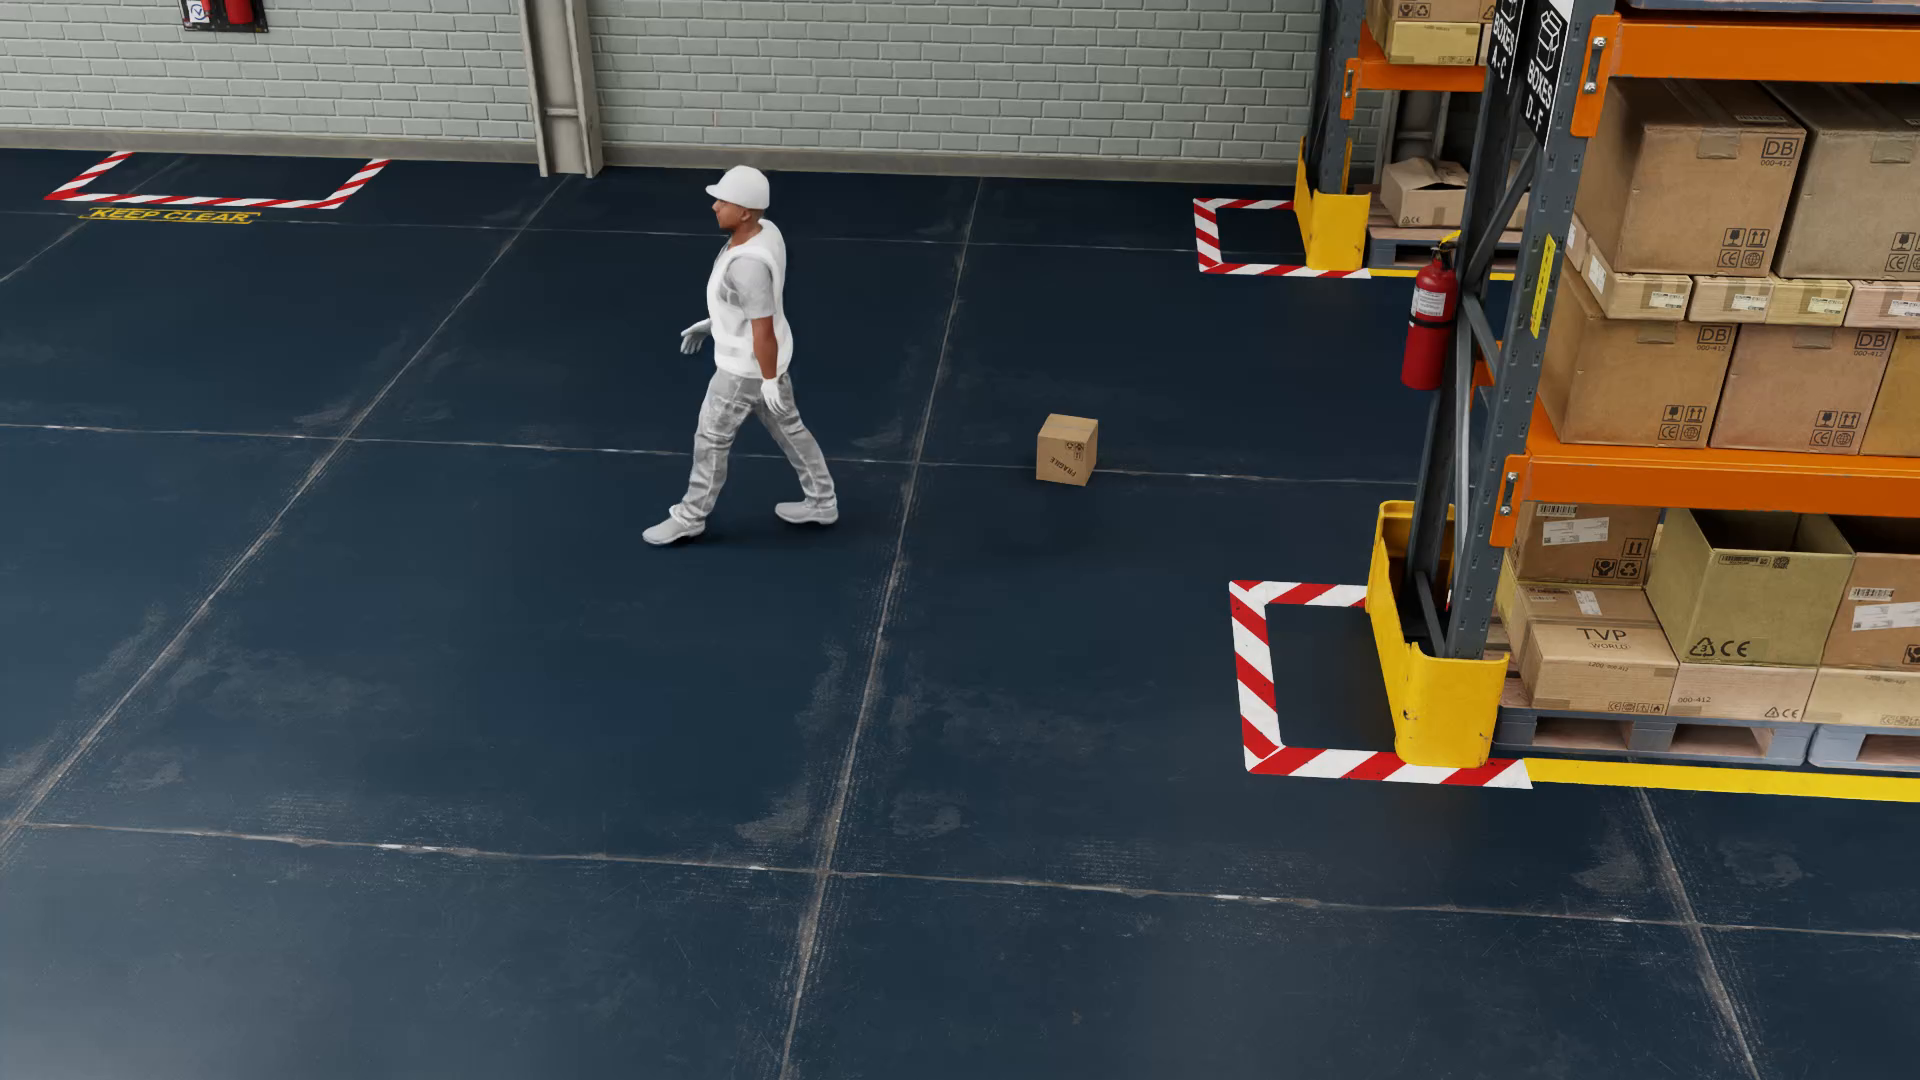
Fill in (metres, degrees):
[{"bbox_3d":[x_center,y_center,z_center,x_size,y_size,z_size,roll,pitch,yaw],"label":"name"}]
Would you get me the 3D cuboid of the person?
[{"bbox_3d":[-1.030,-0.808,7.418,0.904,1.774,0.567,2,32,4],"label":"person"}]
